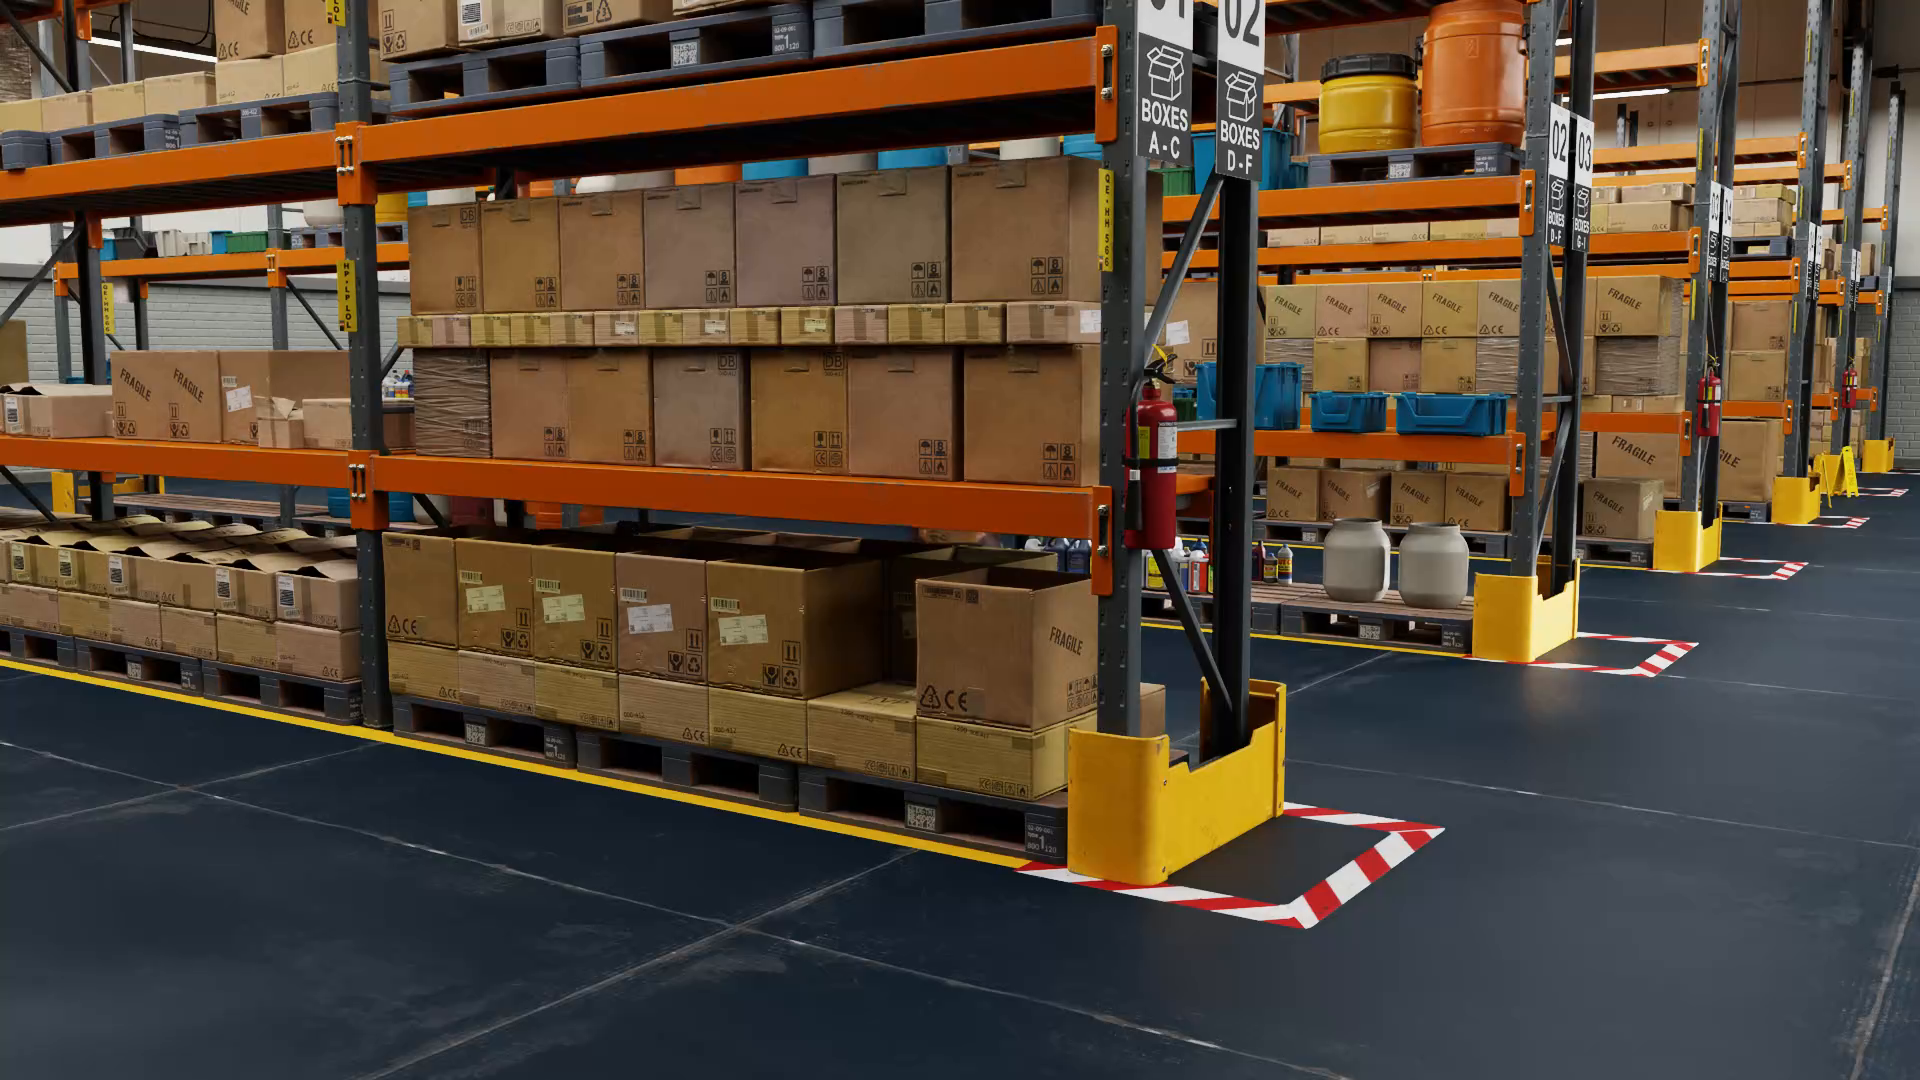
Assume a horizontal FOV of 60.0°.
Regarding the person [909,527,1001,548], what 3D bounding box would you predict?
[{"bbox_3d":[-0.026,-0.059,8.561,0.524,1.776,0.580,0,6,1],"label":"person"}]
